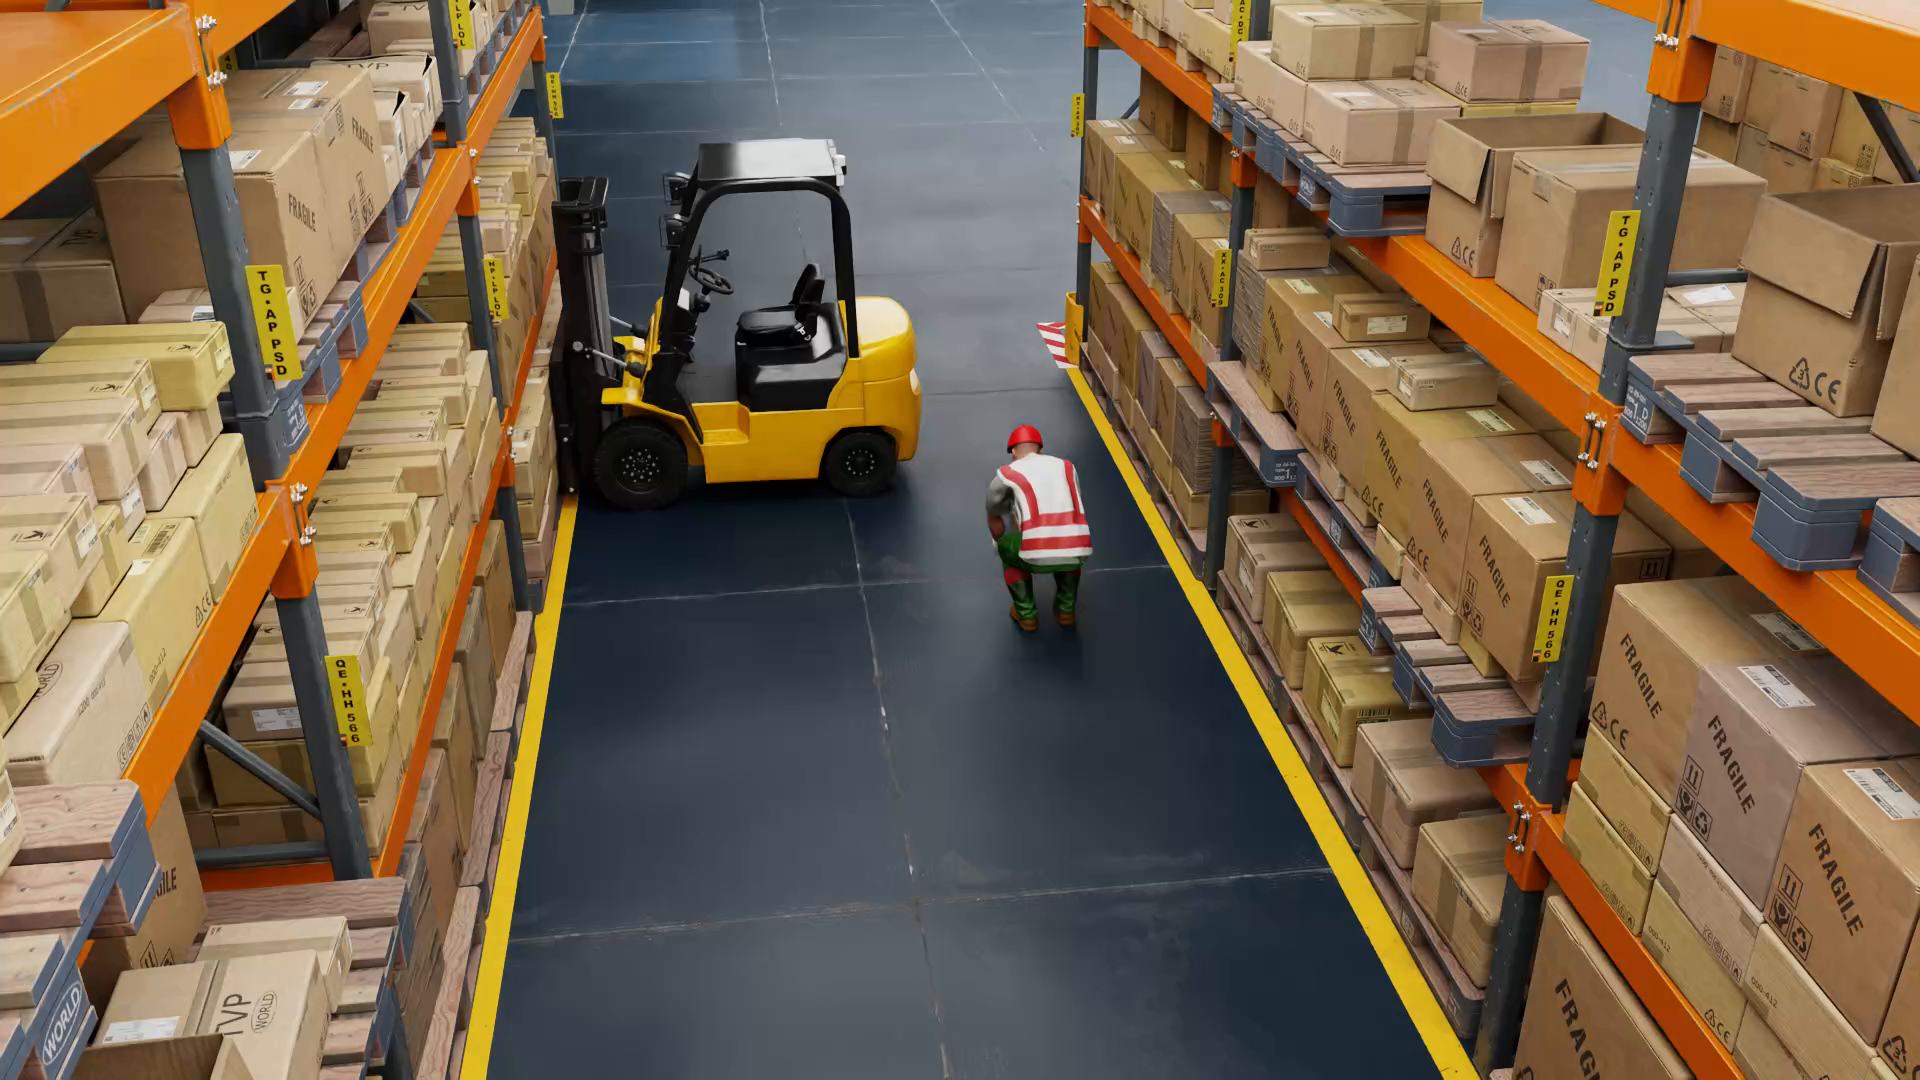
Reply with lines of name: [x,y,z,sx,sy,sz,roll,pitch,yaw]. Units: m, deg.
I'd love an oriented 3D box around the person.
person: [0.450,-0.049,9.503,0.570,1.056,0.859,-4,27,-7]
